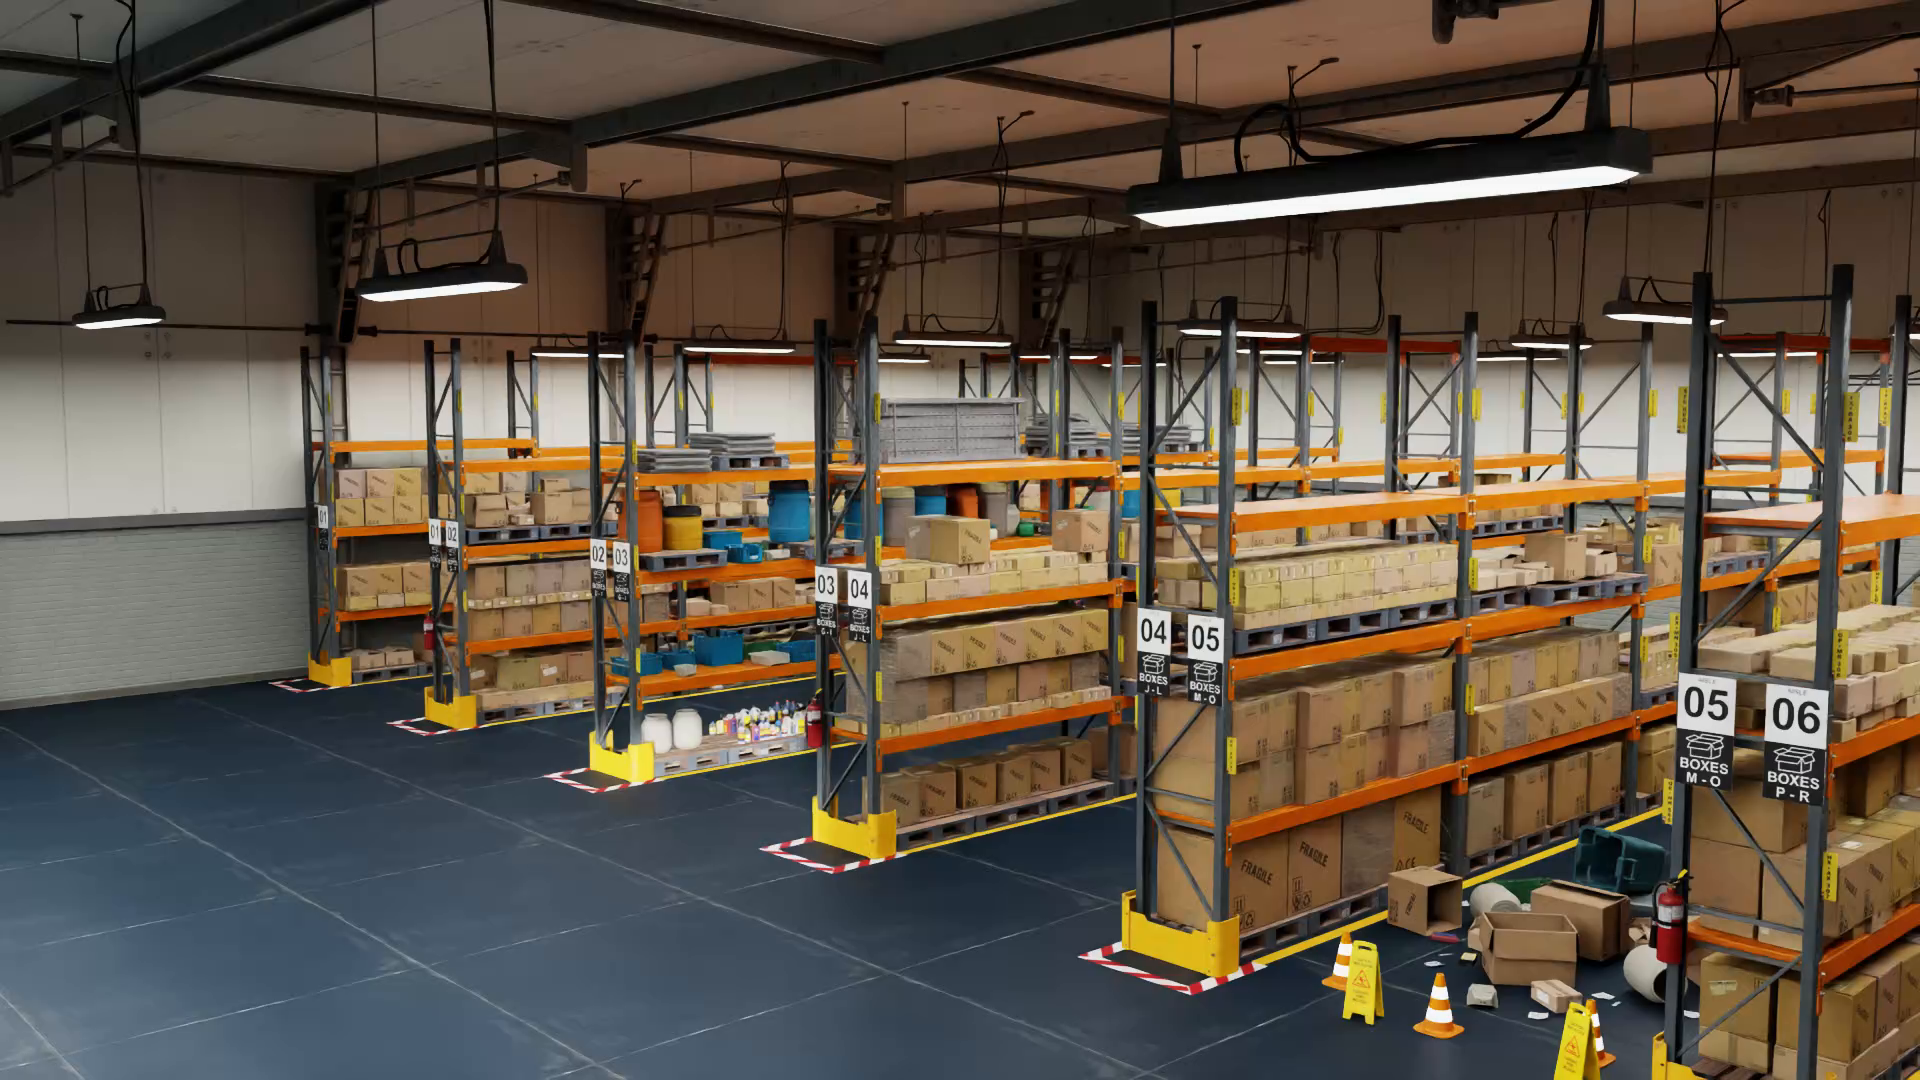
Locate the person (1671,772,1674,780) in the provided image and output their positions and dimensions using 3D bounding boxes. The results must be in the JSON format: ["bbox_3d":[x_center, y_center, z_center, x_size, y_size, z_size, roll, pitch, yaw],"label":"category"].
[{"bbox_3d":[8.152,2.678,18.415,0.579,1.803,0.498,0,5,-1],"label":"person"}]
